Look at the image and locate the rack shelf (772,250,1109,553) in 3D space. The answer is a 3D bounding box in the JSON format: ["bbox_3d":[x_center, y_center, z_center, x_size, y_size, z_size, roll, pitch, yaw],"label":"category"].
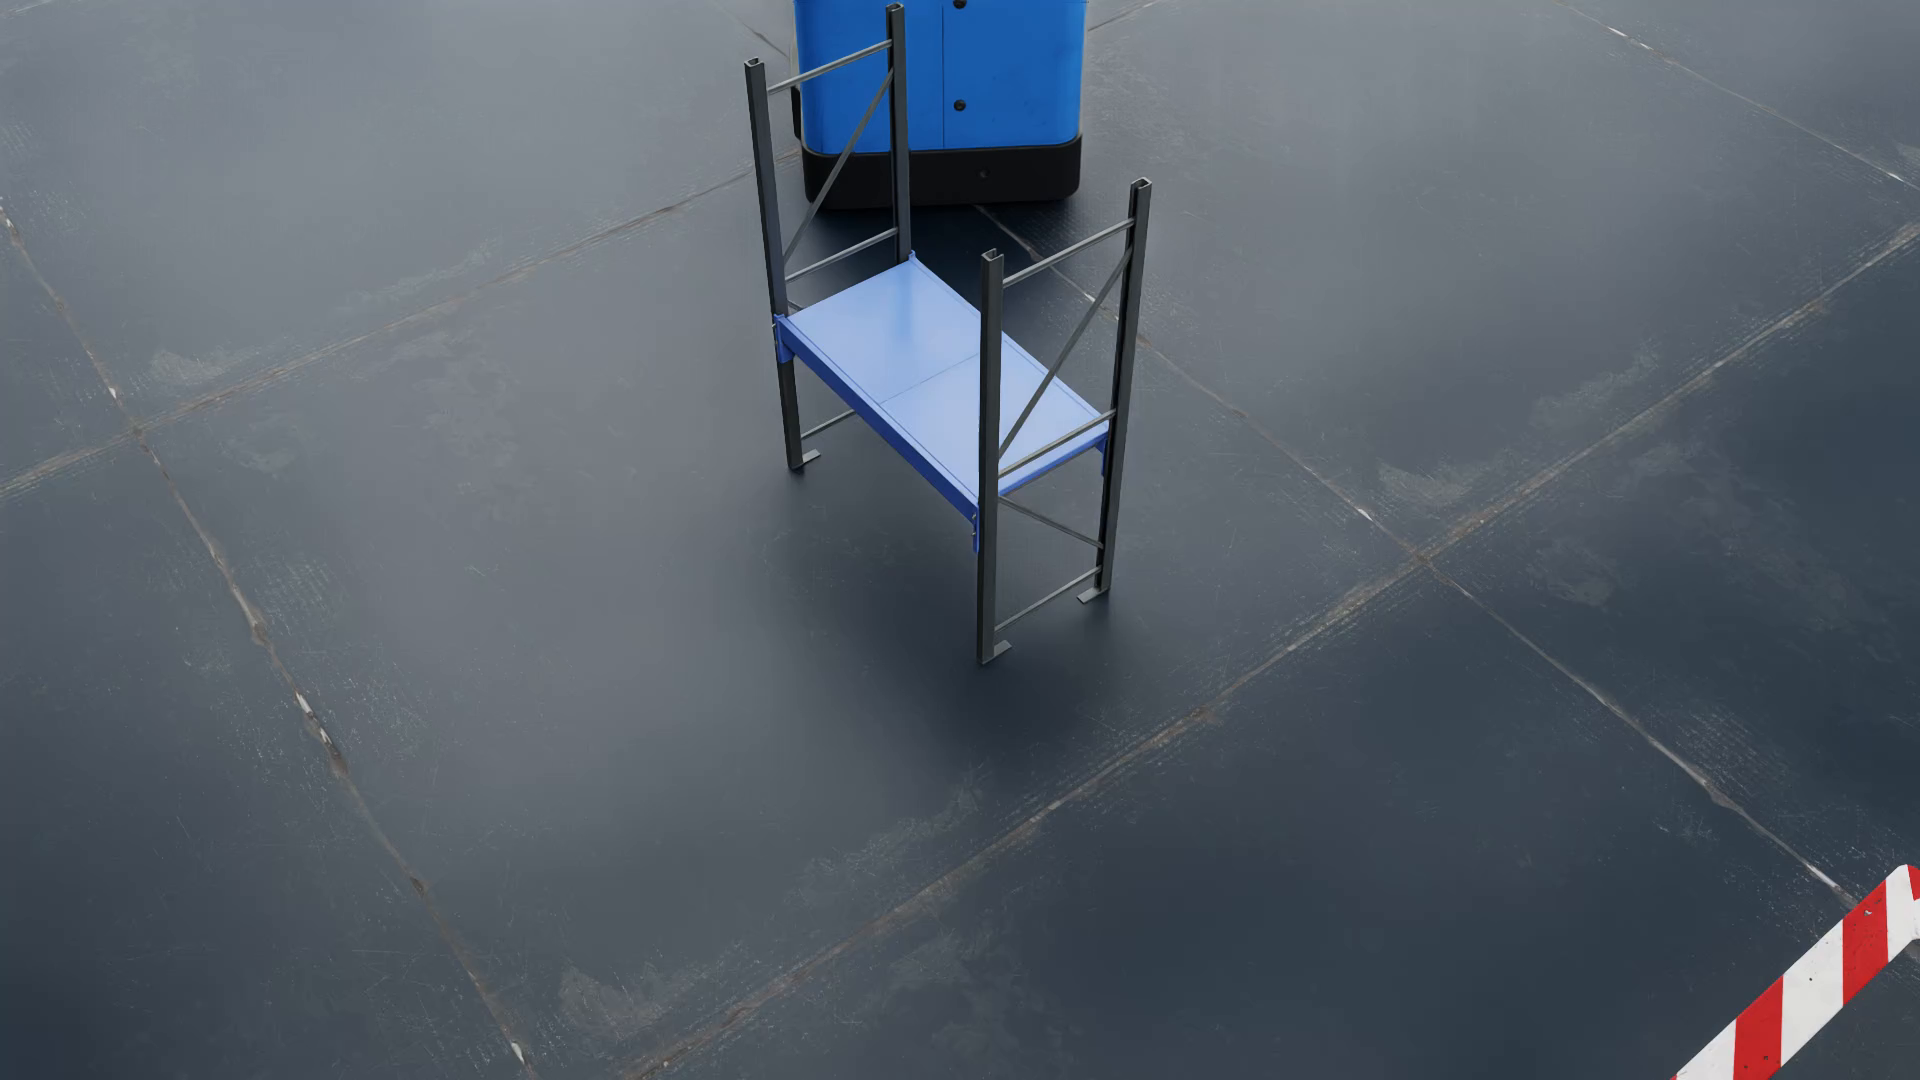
[{"bbox_3d":[-0.052,-0.433,4.873,0.538,0.185,1.000,-29,54,-24],"label":"rack shelf"}]

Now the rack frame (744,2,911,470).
[{"bbox_3d":[-0.359,-0.854,5.012,0.500,1.500,0.032,-29,54,-24],"label":"rack frame"}]

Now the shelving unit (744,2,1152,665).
[{"bbox_3d":[-0.052,-0.554,4.740,0.538,1.500,1.048,-29,54,-24],"label":"shelving unit"}]

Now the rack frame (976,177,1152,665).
[{"bbox_3d":[0.256,-0.254,4.468,0.500,1.500,0.032,-29,54,-24],"label":"rack frame"}]

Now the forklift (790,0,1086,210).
[{"bbox_3d":[-0.171,-3.325,6.286,1.130,2.935,3.031,-3,48,-3],"label":"forklift"}]
